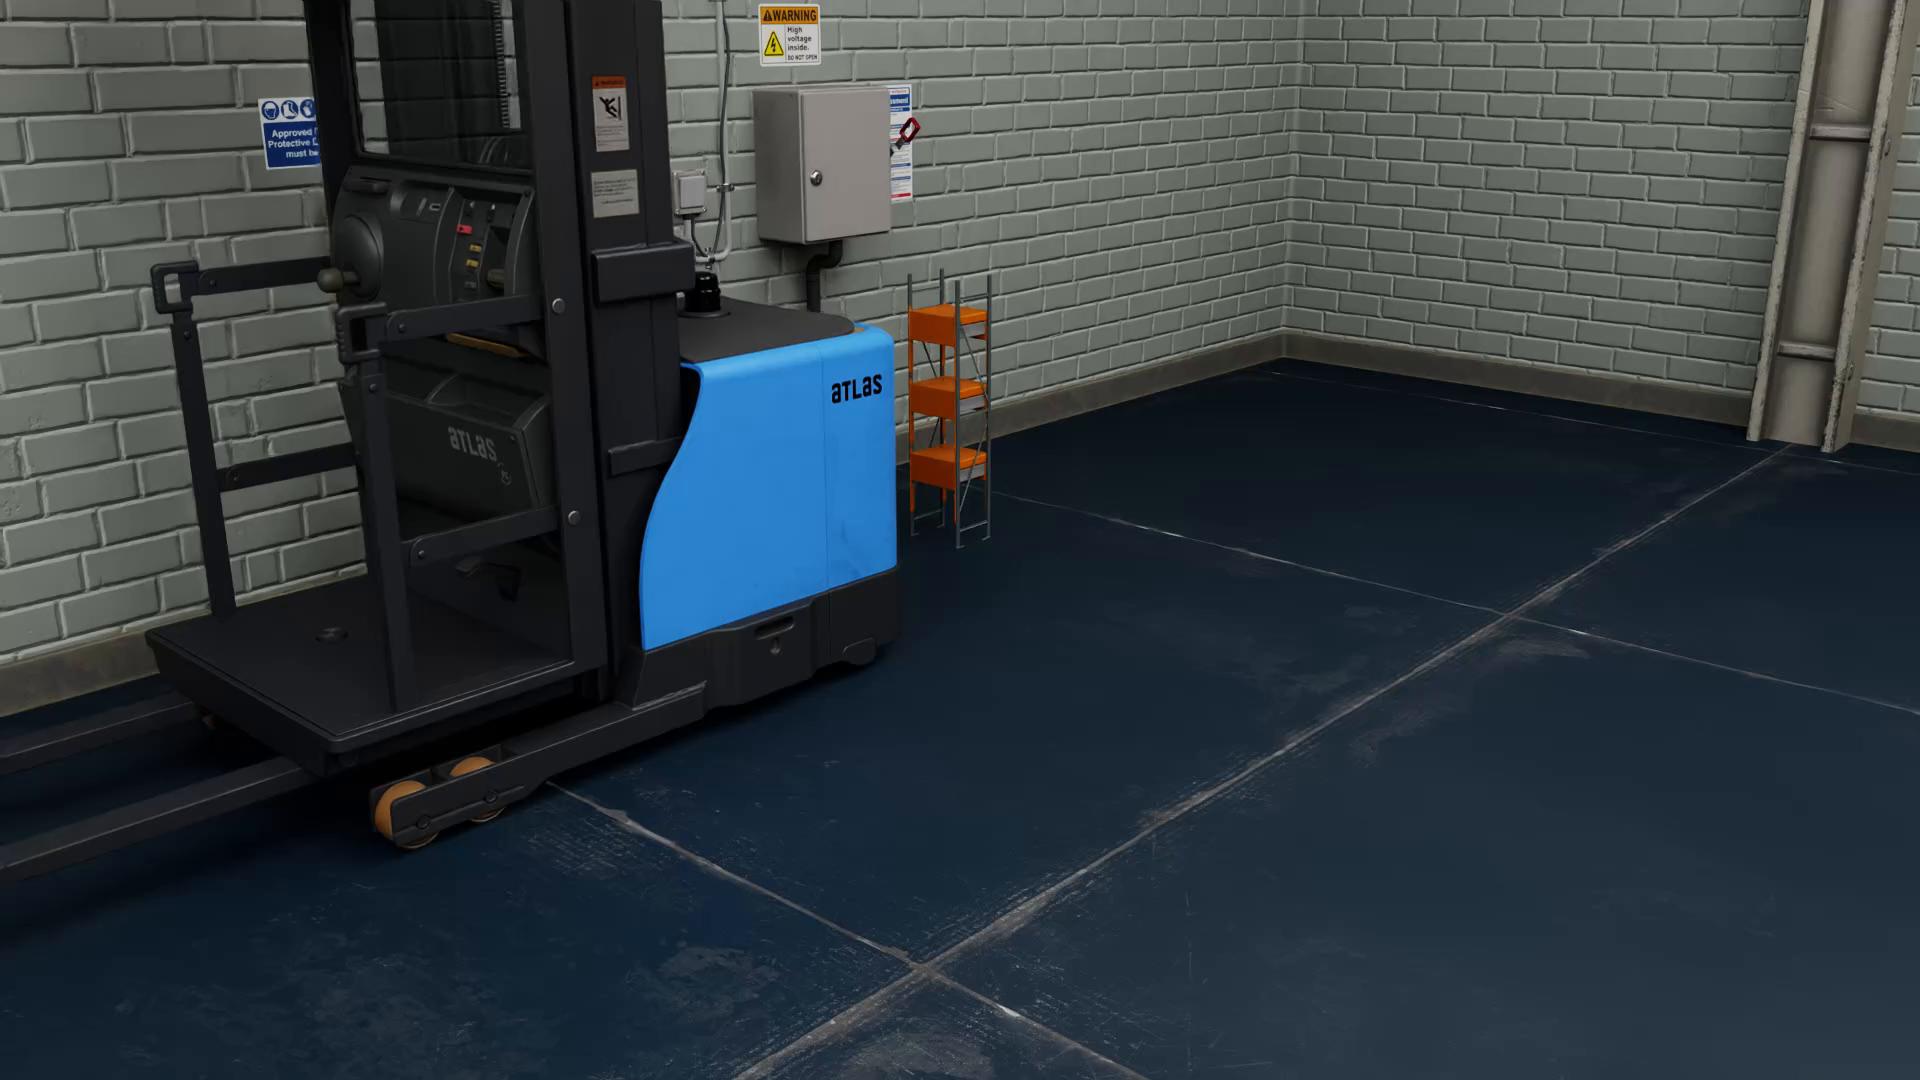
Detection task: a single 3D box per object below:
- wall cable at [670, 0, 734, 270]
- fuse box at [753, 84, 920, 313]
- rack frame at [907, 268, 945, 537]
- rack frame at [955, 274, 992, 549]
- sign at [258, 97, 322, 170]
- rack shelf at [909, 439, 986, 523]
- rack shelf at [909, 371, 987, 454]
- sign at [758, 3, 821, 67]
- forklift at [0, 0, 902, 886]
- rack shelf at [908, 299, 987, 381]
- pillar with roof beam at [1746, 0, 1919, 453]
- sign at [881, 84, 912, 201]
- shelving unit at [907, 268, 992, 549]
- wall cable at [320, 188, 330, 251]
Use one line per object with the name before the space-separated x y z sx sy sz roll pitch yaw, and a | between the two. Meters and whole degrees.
wall cable | -1.066 -1.984 6.224 0.122 1.984 0.588 15 23 39
fuse box | -0.495 -1.008 6.959 0.414 1.711 0.539 15 23 39
rack frame | -0.131 -0.536 6.564 0.008 1.050 0.200 15 23 39
rack frame | 0.051 -0.487 6.410 0.008 1.050 0.200 15 23 39
sign | -2.076 -1.306 5.323 0.001 0.218 0.327 15 23 39
rack shelf | -0.040 -0.236 6.574 0.240 0.259 0.215 15 23 39
rack shelf | -0.040 -0.501 6.490 0.240 0.259 0.215 15 23 39
sign | -0.687 -2.045 6.731 0.001 0.242 0.339 15 23 39
forklift | -1.555 -0.796 4.276 1.130 2.935 3.031 16 23 40
rack shelf | -0.040 -0.772 6.404 0.240 0.259 0.215 15 23 39
pillar with roof beam | 1.250 -3.804 3.721 0.400 9.000 9.100 15 23 39
sign | -0.322 -1.730 7.262 0.001 0.494 0.329 15 23 39
shelving unit | -0.040 -0.511 6.487 0.252 1.050 0.215 15 23 39
wall cable | -1.999 -1.675 5.201 0.123 1.953 0.585 15 23 39
